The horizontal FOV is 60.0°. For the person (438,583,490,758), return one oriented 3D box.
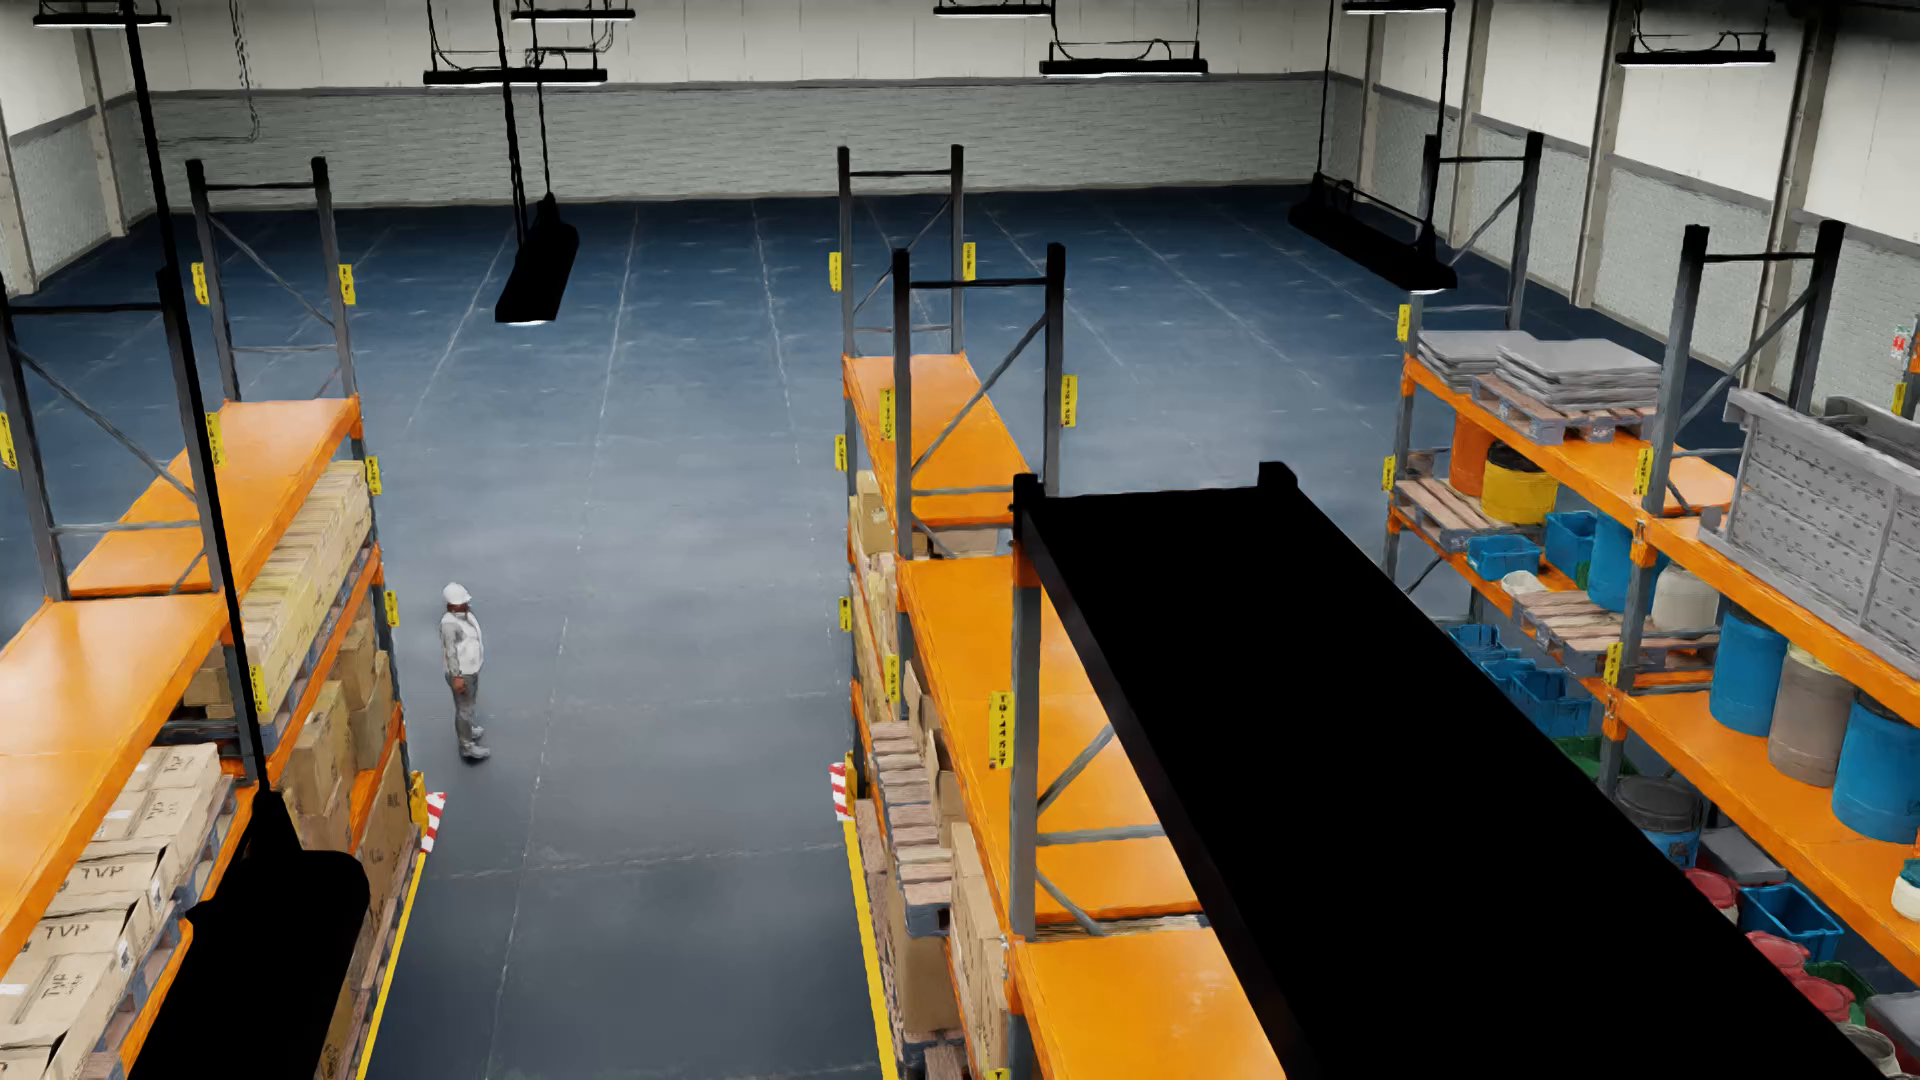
[{"bbox_3d":[-4.798,1.218,16.130,0.387,1.771,0.633,0,22,-1],"label":"person"}]
